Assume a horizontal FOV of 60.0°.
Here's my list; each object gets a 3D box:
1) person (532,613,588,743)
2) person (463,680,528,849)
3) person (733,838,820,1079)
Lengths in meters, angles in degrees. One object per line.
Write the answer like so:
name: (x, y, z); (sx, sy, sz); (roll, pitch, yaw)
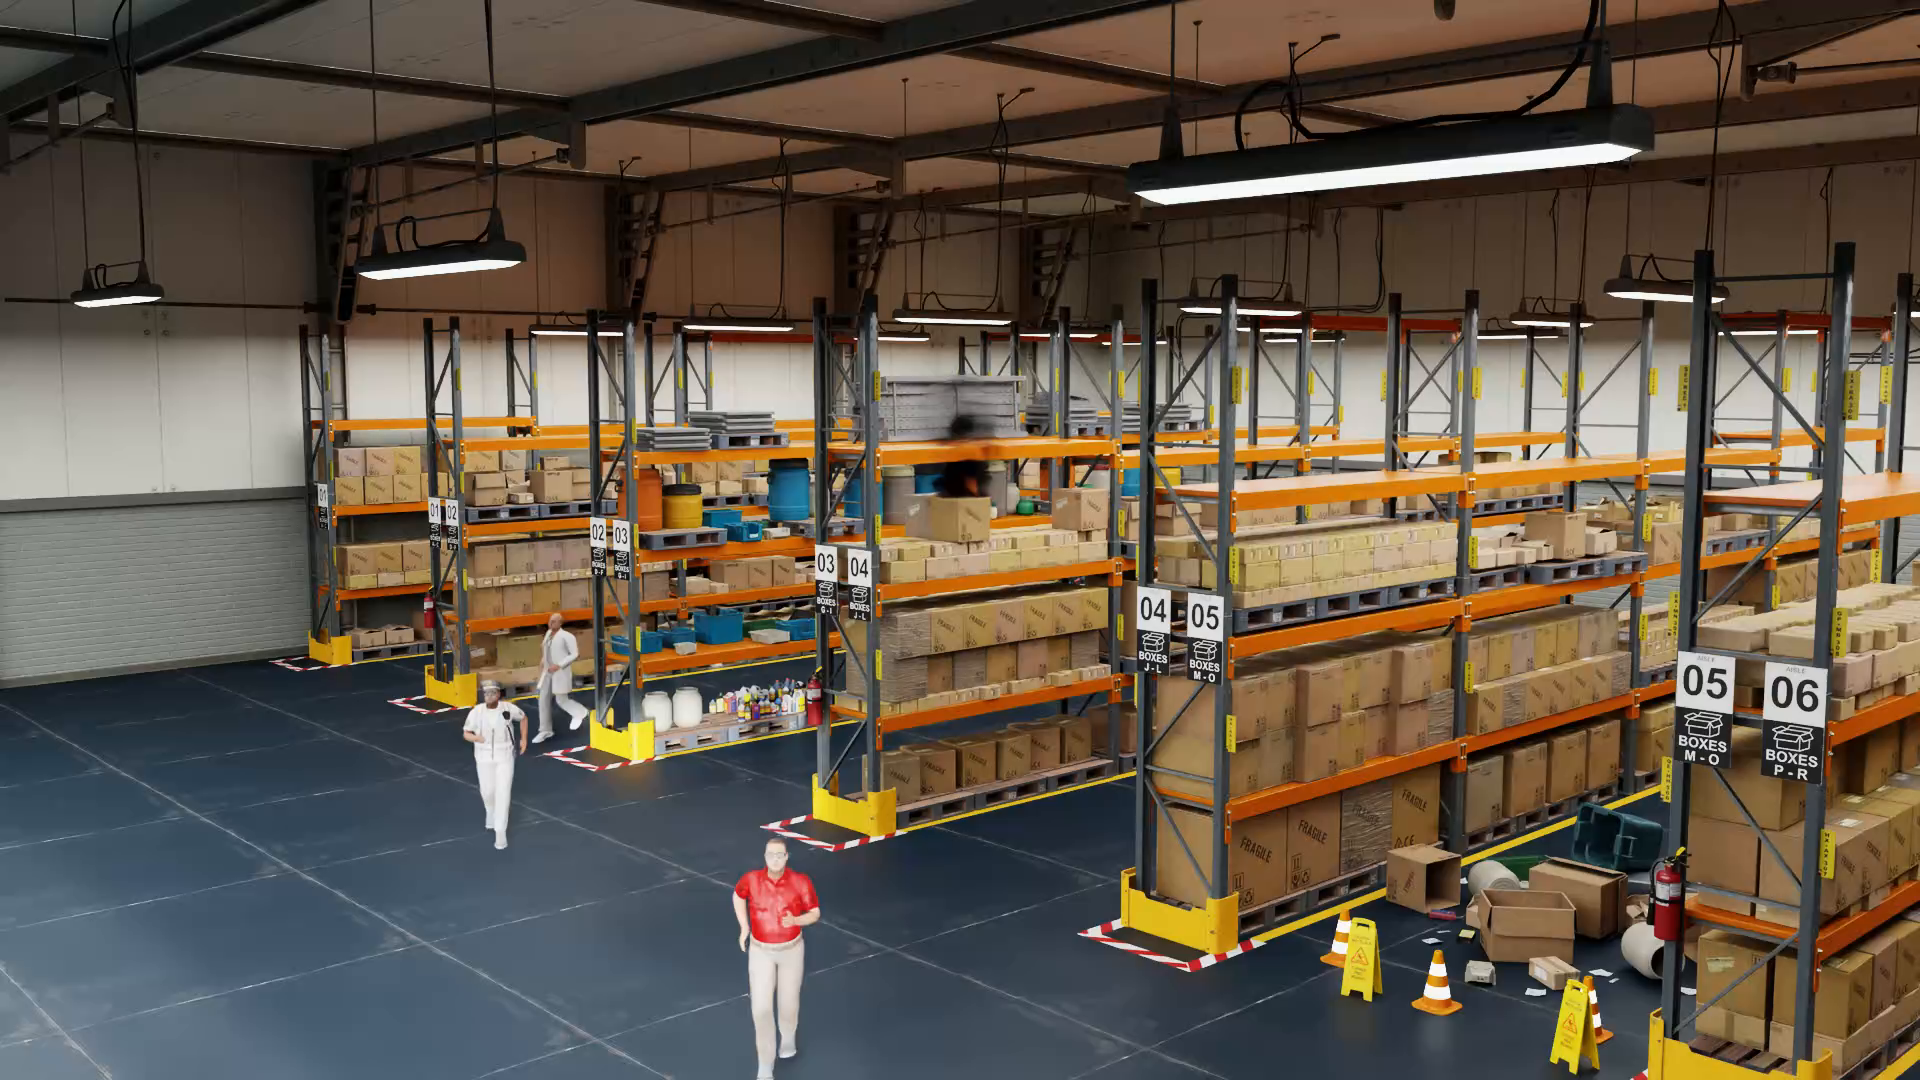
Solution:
person: (-5.673, 1.922, 23.531); (0.729, 1.795, 0.971); (3, 7, 29)
person: (-5.140, 2.414, 18.379); (0.671, 1.768, 1.036); (-1, 6, -8)
person: (-1.349, 3.080, 12.260); (0.643, 1.794, 0.760); (-1, 6, -6)
